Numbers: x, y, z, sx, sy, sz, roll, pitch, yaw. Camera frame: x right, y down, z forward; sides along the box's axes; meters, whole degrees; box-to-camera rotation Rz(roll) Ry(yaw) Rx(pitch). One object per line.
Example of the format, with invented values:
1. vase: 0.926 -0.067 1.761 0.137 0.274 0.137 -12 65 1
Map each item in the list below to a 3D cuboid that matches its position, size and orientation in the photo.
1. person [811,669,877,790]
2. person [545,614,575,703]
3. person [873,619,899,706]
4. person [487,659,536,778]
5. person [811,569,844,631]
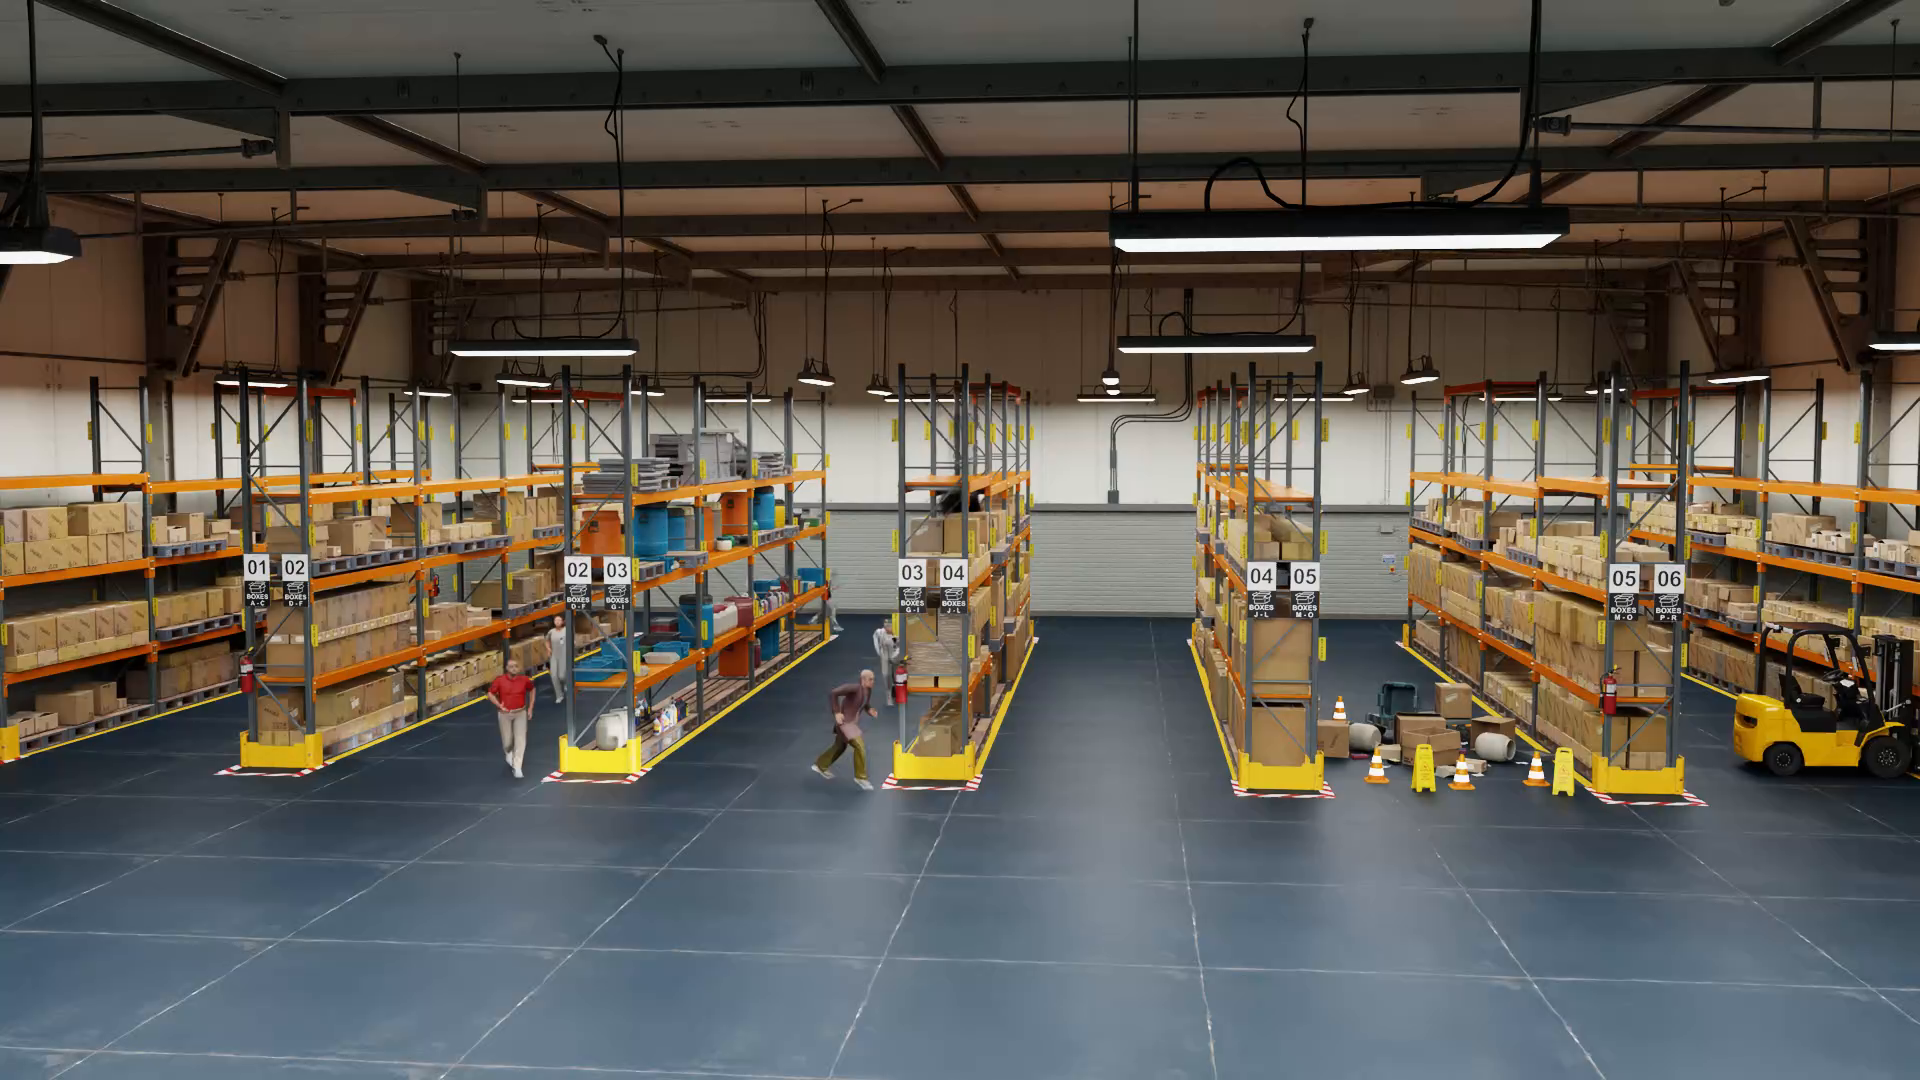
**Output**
1. person: -1.659 2.675 23.525 1.046 1.744 0.753 2 4 27
2. person: -7.491 2.201 31.131 0.565 1.633 0.599 0 4 1
3. person: -1.287 2.238 31.046 0.655 1.628 0.980 1 4 10
4. person: -6.582 2.605 24.461 0.700 1.735 0.762 -1 4 -19
5. person: -3.354 1.498 42.040 0.891 1.564 0.534 1 4 11
